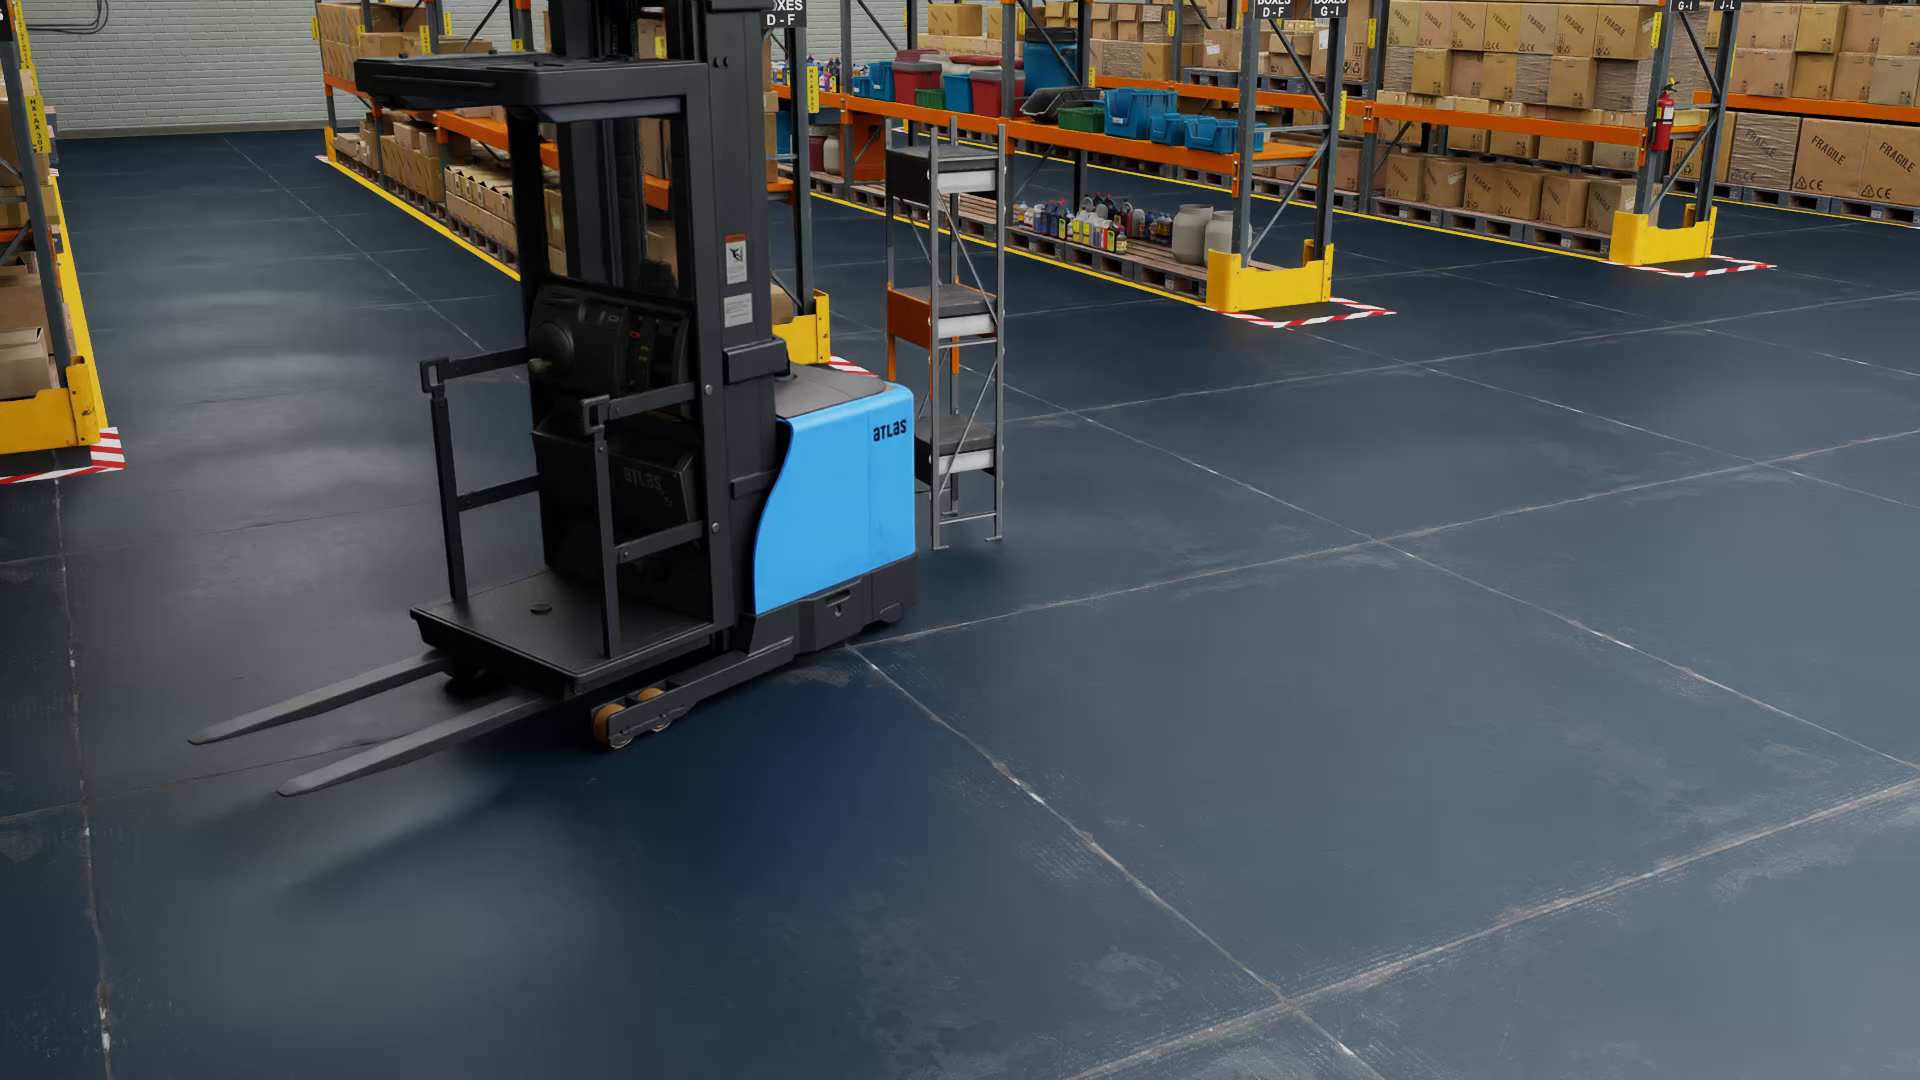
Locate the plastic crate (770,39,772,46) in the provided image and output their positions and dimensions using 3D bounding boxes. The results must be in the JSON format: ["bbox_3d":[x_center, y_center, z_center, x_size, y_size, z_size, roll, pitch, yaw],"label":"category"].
[{"bbox_3d":[-3.103,-7.291,24.971,0.402,0.464,0.583,-10,21,-27],"label":"plastic crate"}]

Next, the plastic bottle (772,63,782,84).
[{"bbox_3d":[-2.465,-6.354,22.637,0.152,0.276,0.135,-10,21,-27],"label":"plastic bottle"}]

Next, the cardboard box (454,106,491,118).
[{"bbox_3d":[-5.107,-4.694,17.771,0.500,0.311,0.500,-10,22,-27],"label":"cardboard box"}]

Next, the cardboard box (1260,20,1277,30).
[{"bbox_3d":[5.394,-8.726,28.712,0.500,0.500,0.500,-10,21,-27],"label":"cardboard box"}]

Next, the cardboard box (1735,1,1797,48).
[{"bbox_3d":[10.180,-6.477,20.918,0.875,0.550,0.550,-10,21,-27],"label":"cardboard box"}]

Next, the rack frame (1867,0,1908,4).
[{"bbox_3d":[16.447,-8.861,29.711,1.000,3.000,0.127,-10,21,-27],"label":"rack frame"}]

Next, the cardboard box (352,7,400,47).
[{"bbox_3d":[-7.729,-6.796,22.041,0.500,0.500,0.500,-10,21,-26],"label":"cardboard box"}]

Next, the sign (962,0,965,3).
[{"bbox_3d":[0.044,-9.592,29.691,0.100,0.325,0.005,-10,21,-27],"label":"sign"}]

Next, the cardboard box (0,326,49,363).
[{"bbox_3d":[-6.440,-1.271,11.163,0.500,0.311,0.500,-8,21,-22],"label":"cardboard box"}]

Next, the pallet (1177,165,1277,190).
[{"bbox_3d":[3.728,-5.013,22.836,1.003,0.211,1.213,-10,21,-27],"label":"pallet"}]

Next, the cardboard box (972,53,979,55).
[{"bbox_3d":[0.416,-7.991,27.576,0.380,0.149,0.250,-10,22,-28],"label":"cardboard box"}]

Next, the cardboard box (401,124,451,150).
[{"bbox_3d":[-6.532,-4.944,20.368,0.500,0.250,0.500,-10,22,-28],"label":"cardboard box"}]

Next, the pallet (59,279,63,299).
[{"bbox_3d":[-8.191,-2.011,14.135,1.003,0.211,1.213,-10,21,-27],"label":"pallet"}]

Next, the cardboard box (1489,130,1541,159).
[{"bbox_3d":[8.400,-5.991,24.200,1.050,0.750,0.750,-10,21,-26],"label":"cardboard box"}]

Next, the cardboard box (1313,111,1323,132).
[{"bbox_3d":[6.242,-7.055,27.668,0.500,0.500,0.500,-9,21,-24],"label":"cardboard box"}]

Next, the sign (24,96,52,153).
[{"bbox_3d":[-5.443,-2.451,9.808,0.100,0.325,0.005,-10,21,-27],"label":"sign"}]

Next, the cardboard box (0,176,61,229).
[{"bbox_3d":[-5.872,-2.085,10.275,0.500,0.250,0.500,-11,22,-28],"label":"cardboard box"}]

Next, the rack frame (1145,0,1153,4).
[{"bbox_3d":[3.973,-9.592,31.829,1.000,3.000,0.127,-10,21,-27],"label":"rack frame"}]

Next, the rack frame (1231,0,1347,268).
[{"bbox_3d":[2.799,-3.492,14.153,1.000,3.000,0.127,-10,21,-27],"label":"rack frame"}]

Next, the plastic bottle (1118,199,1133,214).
[{"bbox_3d":[1.703,-3.308,17.006,0.144,0.351,0.185,-10,21,-27],"label":"plastic bottle"}]

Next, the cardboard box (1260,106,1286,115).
[{"bbox_3d":[5.443,-7.476,28.969,0.380,0.149,0.250,-10,21,-26],"label":"cardboard box"}]

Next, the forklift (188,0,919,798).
[{"bbox_3d":[-1.516,-0.776,6.388,1.130,2.935,3.031,15,24,37],"label":"forklift"}]

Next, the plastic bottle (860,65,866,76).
[{"bbox_3d":[-1.274,-6.152,22.041,0.061,0.283,0.133,-10,21,-27],"label":"plastic bottle"}]

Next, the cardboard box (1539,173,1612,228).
[{"bbox_3d":[6.562,-3.624,17.724,0.500,0.500,0.500,-4,20,-12],"label":"cardboard box"}]

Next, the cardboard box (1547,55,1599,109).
[{"bbox_3d":[6.578,-4.734,17.143,0.875,0.500,0.500,-10,21,-27],"label":"cardboard box"}]

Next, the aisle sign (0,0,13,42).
[{"bbox_3d":[-5.622,-3.212,9.356,0.394,0.787,0.004,-10,21,-27],"label":"aisle sign"}]

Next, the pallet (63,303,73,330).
[{"bbox_3d":[-7.470,-1.600,12.945,1.003,0.211,1.213,-10,21,-27],"label":"pallet"}]

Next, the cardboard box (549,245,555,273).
[{"bbox_3d":[-3.508,-2.593,15.118,0.500,0.250,0.500,-10,21,-27],"label":"cardboard box"}]

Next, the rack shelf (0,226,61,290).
[{"bbox_3d":[-6.870,-2.192,11.487,1.077,0.370,4.000,-10,21,-27],"label":"rack shelf"}]

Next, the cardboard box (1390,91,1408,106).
[{"bbox_3d":[5.203,-5.107,19.217,0.380,0.149,0.250,-10,21,-27],"label":"cardboard box"}]

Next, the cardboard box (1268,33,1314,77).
[{"bbox_3d":[4.354,-6.138,21.019,0.797,0.503,0.637,-8,20,-21],"label":"cardboard box"}]

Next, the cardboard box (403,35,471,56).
[{"bbox_3d":[-6.367,-5.919,20.389,0.700,0.500,0.500,-17,25,-40],"label":"cardboard box"}]

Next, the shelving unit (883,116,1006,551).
[{"bbox_3d":[-0.079,-1.040,8.427,0.431,2.100,0.503,-10,21,-27],"label":"shelving unit"}]

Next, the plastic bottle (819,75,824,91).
[{"bbox_3d":[-1.762,-5.875,21.363,0.097,0.201,0.097,0,19,0],"label":"plastic bottle"}]

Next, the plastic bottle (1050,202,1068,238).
[{"bbox_3d":[1.007,-3.246,16.826,0.144,0.351,0.185,-11,22,-29],"label":"plastic bottle"}]

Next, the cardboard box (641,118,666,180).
[{"bbox_3d":[-2.026,-3.059,12.745,0.700,0.500,0.500,-9,21,-25],"label":"cardboard box"}]

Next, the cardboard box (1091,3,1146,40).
[{"bbox_3d":[2.394,-7.669,24.566,0.797,0.503,0.637,-9,21,-25],"label":"cardboard box"}]

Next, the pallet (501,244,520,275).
[{"bbox_3d":[-3.846,-2.761,16.310,1.003,0.211,1.213,-10,21,-27],"label":"pallet"}]

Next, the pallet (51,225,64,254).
[{"bbox_3d":[-10.027,-3.174,17.506,1.003,0.211,1.213,-10,21,-27],"label":"pallet"}]

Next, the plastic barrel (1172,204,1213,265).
[{"bbox_3d":[2.181,-2.836,15.420,0.421,0.512,0.421,0,19,0],"label":"plastic barrel"}]

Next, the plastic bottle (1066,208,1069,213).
[{"bbox_3d":[1.092,-3.240,16.930,0.097,0.271,0.097,0,19,0],"label":"plastic bottle"}]

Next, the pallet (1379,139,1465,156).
[{"bbox_3d":[7.402,-6.201,26.280,1.003,0.211,1.213,-10,21,-27],"label":"pallet"}]

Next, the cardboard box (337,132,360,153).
[{"bbox_3d":[-8.914,-5.884,24.624,0.500,0.250,0.500,-10,21,-27],"label":"cardboard box"}]

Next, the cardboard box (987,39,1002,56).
[{"bbox_3d":[0.771,-8.008,27.014,0.500,0.250,0.500,-9,21,-25],"label":"cardboard box"}]

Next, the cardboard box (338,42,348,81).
[{"bbox_3d":[-8.460,-6.762,23.477,0.500,0.500,0.500,-10,21,-26],"label":"cardboard box"}]

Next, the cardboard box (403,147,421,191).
[{"bbox_3d":[-6.512,-4.579,20.461,0.500,0.500,0.500,-11,22,-29],"label":"cardboard box"}]

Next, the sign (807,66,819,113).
[{"bbox_3d":[-1.071,-3.257,12.022,0.100,0.325,0.005,-10,21,-27],"label":"sign"}]

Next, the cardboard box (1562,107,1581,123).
[{"bbox_3d":[6.453,-4.400,17.170,0.380,0.149,0.250,-10,21,-27],"label":"cardboard box"}]

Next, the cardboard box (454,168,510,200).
[{"bbox_3d":[-5.114,-3.841,17.876,0.500,0.311,0.500,-11,22,-28],"label":"cardboard box"}]
